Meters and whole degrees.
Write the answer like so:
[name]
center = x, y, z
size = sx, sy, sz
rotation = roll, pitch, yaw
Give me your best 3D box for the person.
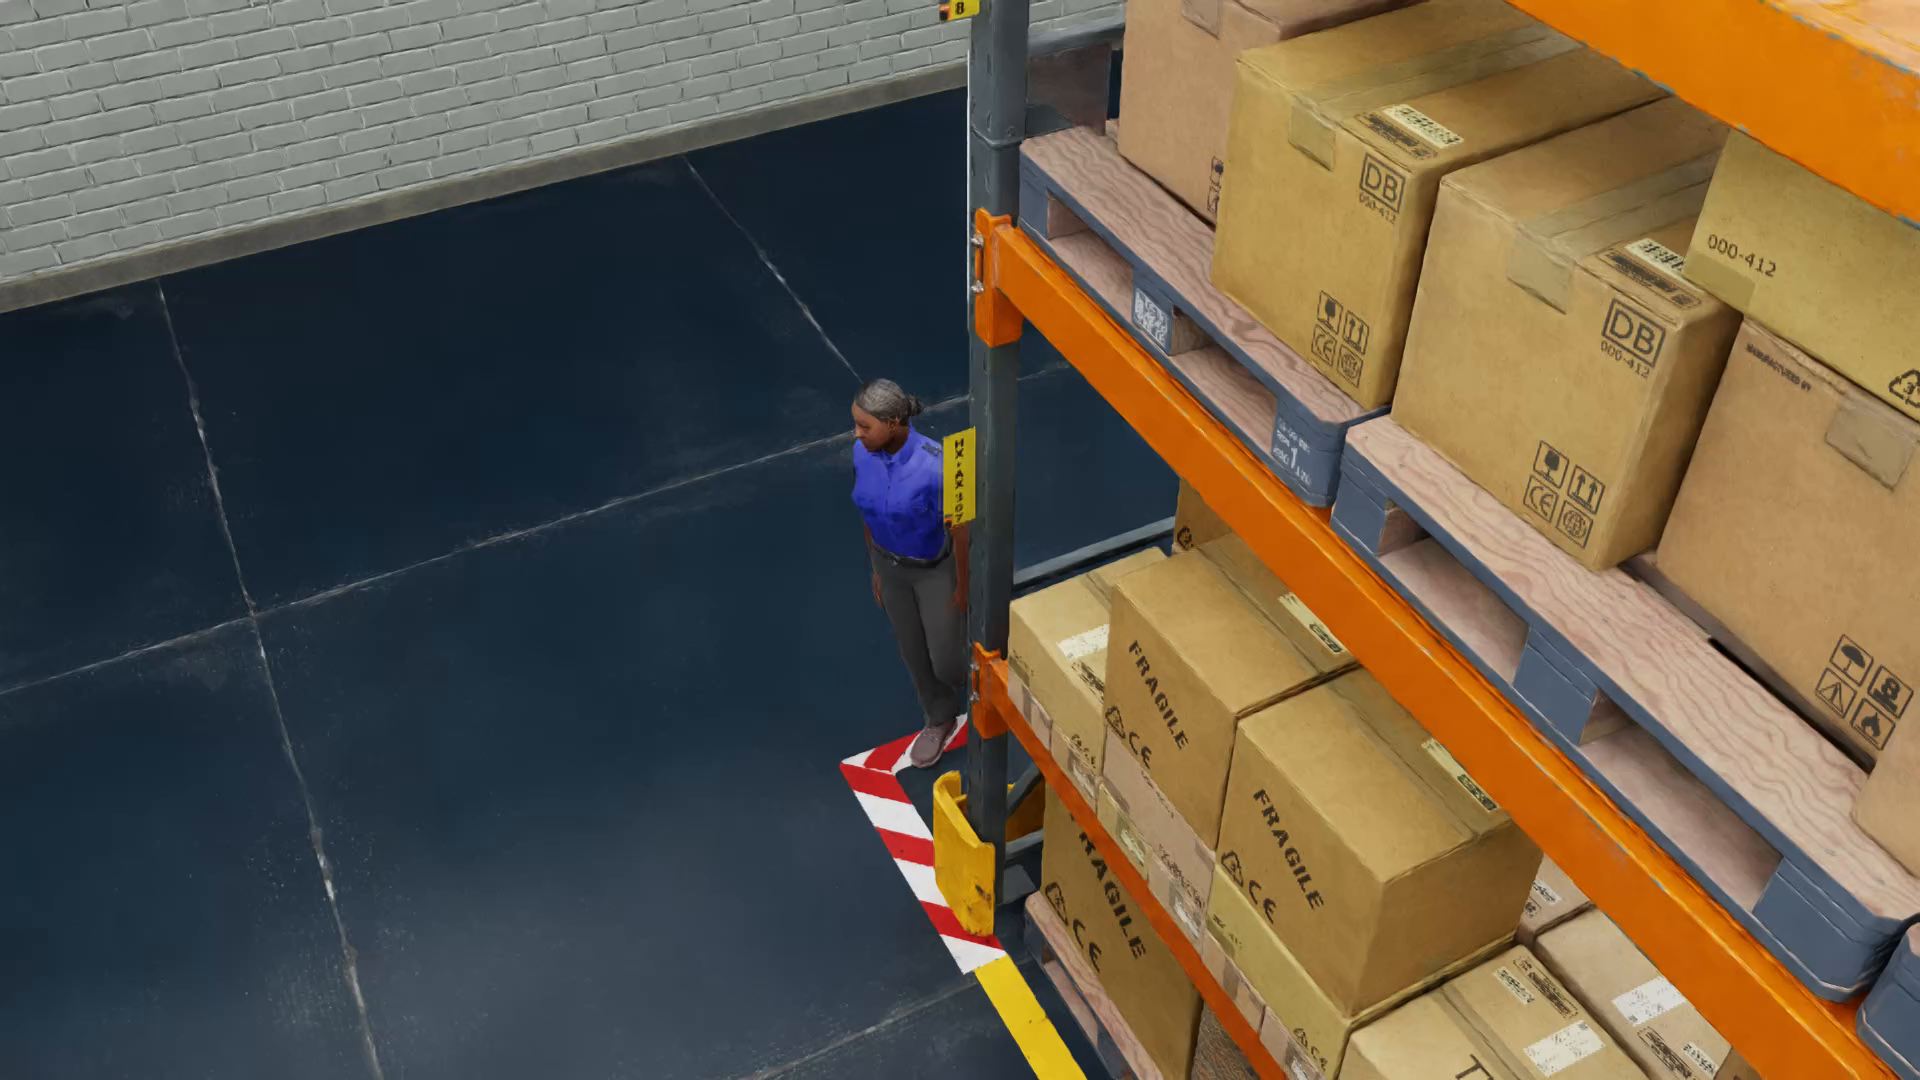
[person]
center = -0.131, 0.083, 6.074
size = 0.525, 1.631, 0.537
rotation = 20, 45, 21
